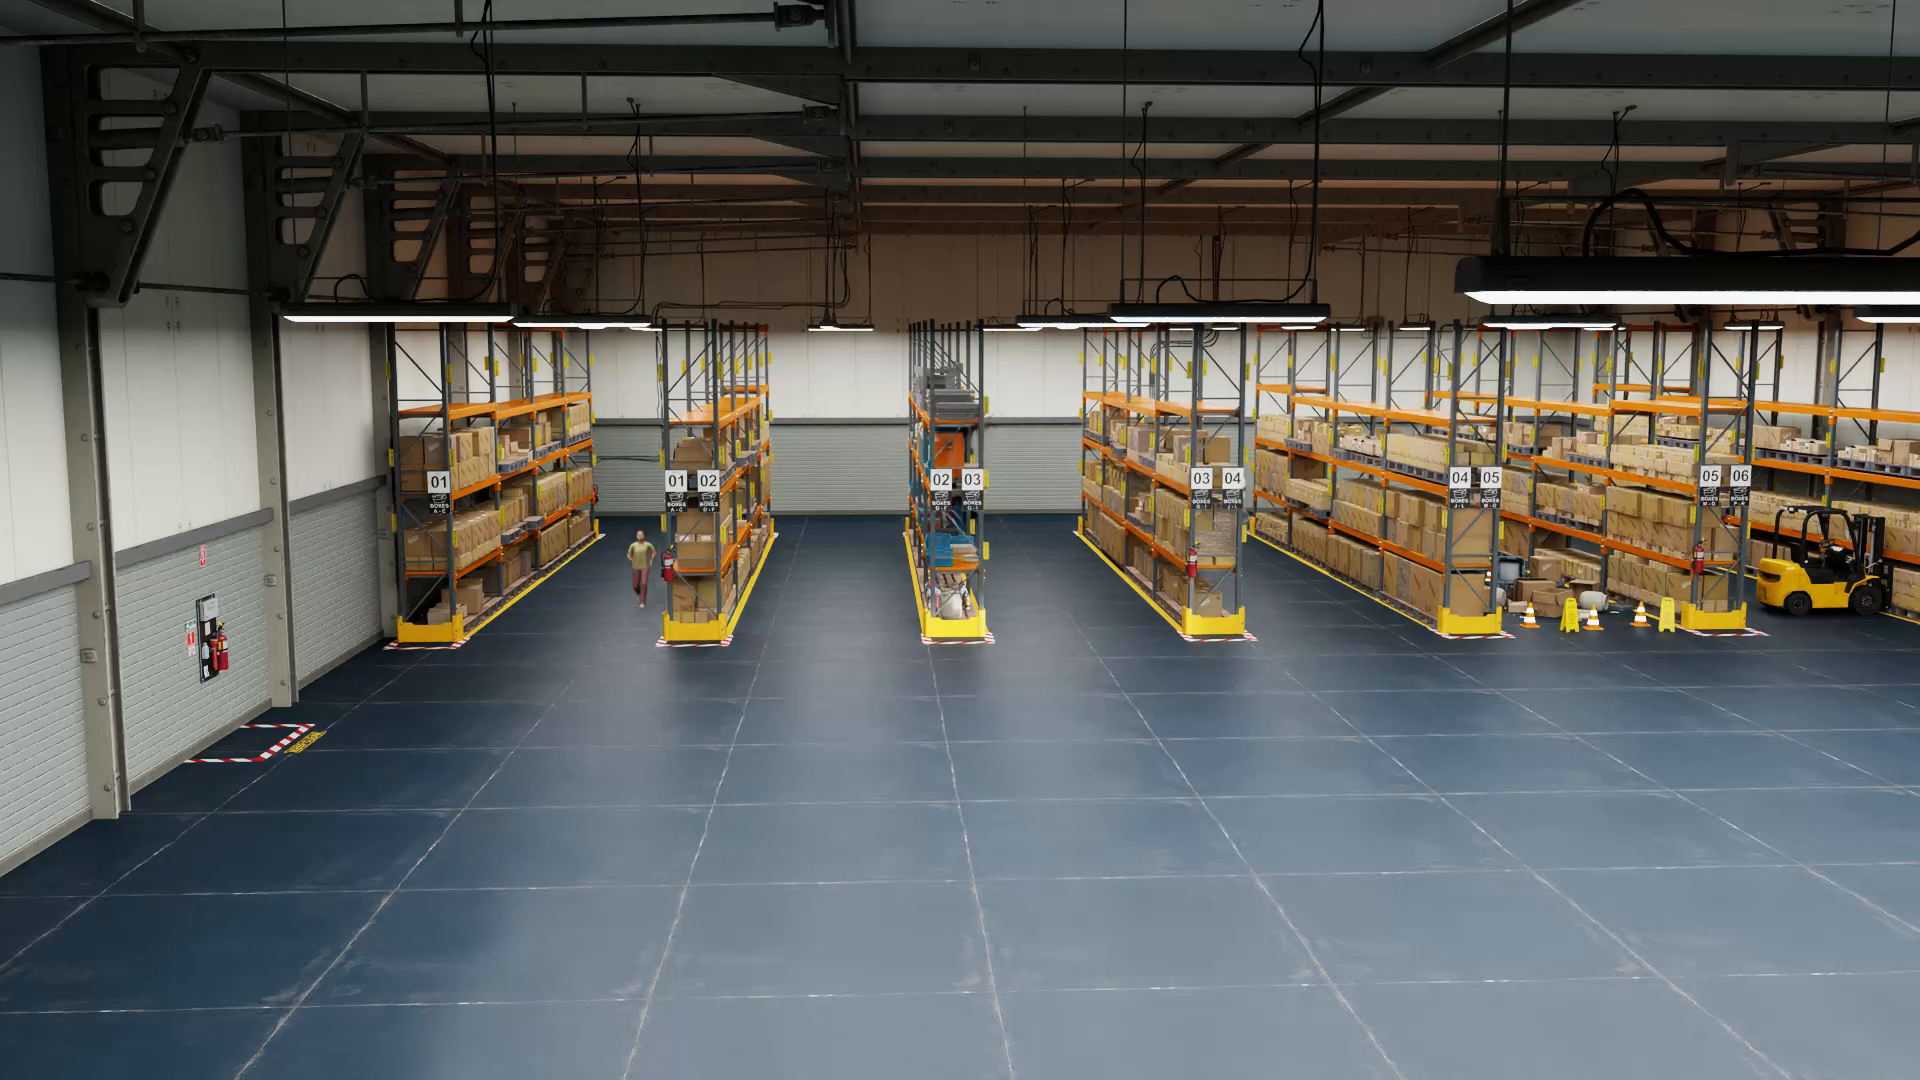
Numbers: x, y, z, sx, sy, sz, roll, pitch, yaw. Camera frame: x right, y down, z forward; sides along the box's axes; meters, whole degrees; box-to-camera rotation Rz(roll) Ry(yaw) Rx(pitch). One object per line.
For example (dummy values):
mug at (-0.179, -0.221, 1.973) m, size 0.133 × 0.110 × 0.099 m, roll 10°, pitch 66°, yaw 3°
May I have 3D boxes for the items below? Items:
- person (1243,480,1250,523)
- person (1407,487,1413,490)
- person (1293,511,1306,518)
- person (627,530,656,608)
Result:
person at (8.233, -1.219, 49.269) m, size 1.088 × 1.812 × 0.647 m, roll -7°, pitch 10°, yaw -44°
person at (11.684, -0.518, 43.521) m, size 0.708 × 1.733 × 0.735 m, roll -2°, pitch 7°, yaw -14°
person at (10.010, -1.079, 48.605) m, size 0.603 × 1.660 × 0.749 m, roll -7°, pitch 10°, yaw -43°
person at (-6.703, 0.592, 35.026) m, size 0.588 × 1.628 × 0.758 m, roll -1°, pitch 7°, yaw -6°
